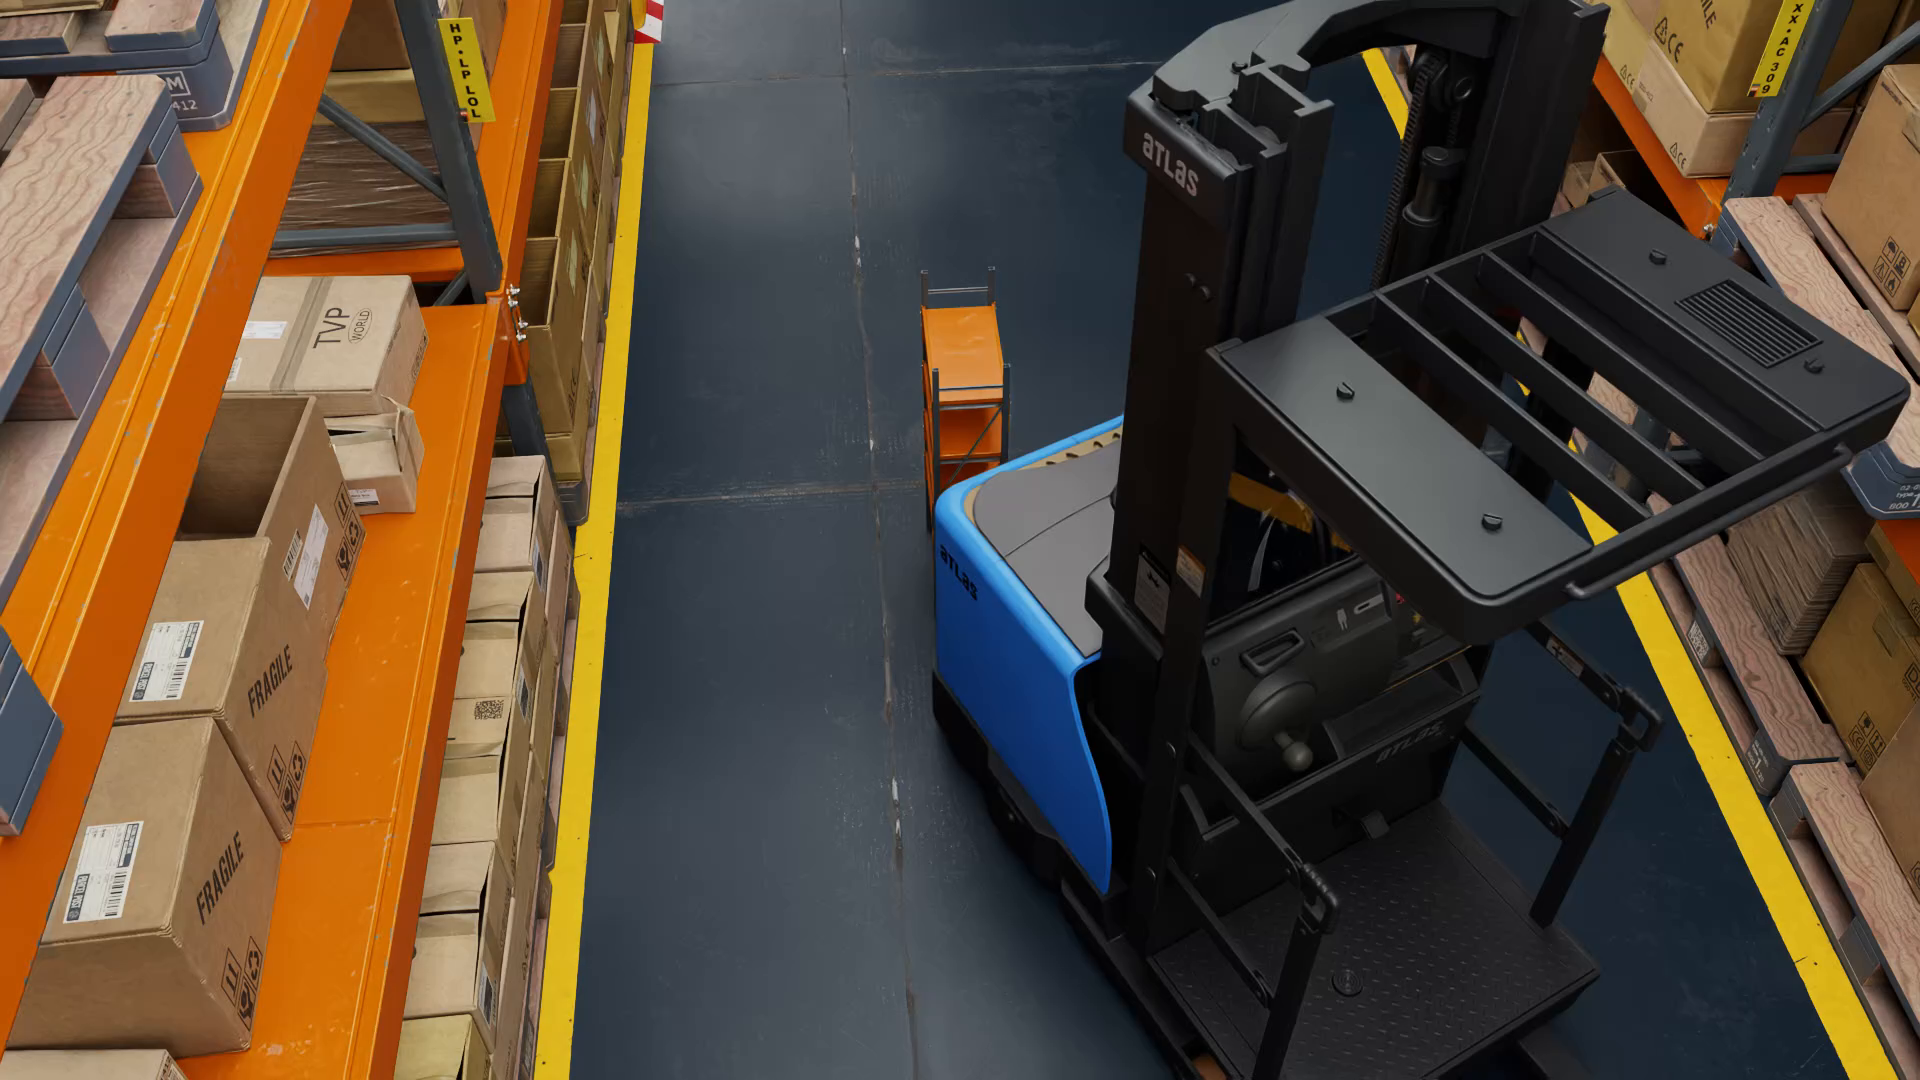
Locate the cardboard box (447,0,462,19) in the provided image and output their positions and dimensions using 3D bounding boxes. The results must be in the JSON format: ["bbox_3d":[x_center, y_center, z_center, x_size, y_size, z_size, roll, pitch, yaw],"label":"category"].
[{"bbox_3d":[-1.807,-1.743,5.319,0.380,0.149,0.250,-5,47,-4],"label":"cardboard box"}]

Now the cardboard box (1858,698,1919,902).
[{"bbox_3d":[3.177,0.768,4.876,0.700,0.500,0.500,-3,47,-3],"label":"cardboard box"}]

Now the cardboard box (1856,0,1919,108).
[{"bbox_3d":[3.172,-1.781,5.443,0.500,0.500,0.500,-4,47,-4],"label":"cardboard box"}]

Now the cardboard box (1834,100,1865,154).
[{"bbox_3d":[3.177,-1.523,5.716,0.500,0.250,0.500,-3,47,-3],"label":"cardboard box"}]

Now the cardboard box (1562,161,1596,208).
[{"bbox_3d":[2.889,-1.544,7.307,0.380,0.149,0.250,-7,47,-6],"label":"cardboard box"}]

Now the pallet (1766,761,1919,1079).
[{"bbox_3d":[3.175,1.192,4.976,1.003,0.211,1.213,-3,47,-3],"label":"pallet"}]

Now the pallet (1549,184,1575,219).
[{"bbox_3d":[2.806,-1.624,7.643,1.003,0.211,1.213,-3,47,-3],"label":"pallet"}]

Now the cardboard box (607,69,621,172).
[{"bbox_3d":[-1.831,-1.911,7.599,0.500,0.250,0.500,-3,47,-3],"label":"cardboard box"}]

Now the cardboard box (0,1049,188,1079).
[{"bbox_3d":[-1.761,1.150,3.268,0.380,0.149,0.250,0,47,0],"label":"cardboard box"}]

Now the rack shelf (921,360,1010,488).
[{"bbox_3d":[0.014,-0.400,5.587,0.258,0.148,0.480,-3,47,-3],"label":"rack shelf"}]

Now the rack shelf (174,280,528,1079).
[{"bbox_3d":[-1.765,0.784,3.937,1.077,0.370,4.000,-3,47,-3],"label":"rack shelf"}]

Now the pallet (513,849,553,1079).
[{"bbox_3d":[-1.727,1.463,4.719,1.003,0.211,1.213,-3,47,-3],"label":"pallet"}]

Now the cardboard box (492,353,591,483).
[{"bbox_3d":[-1.670,-0.464,6.228,0.500,0.250,0.500,-3,47,-3],"label":"cardboard box"}]

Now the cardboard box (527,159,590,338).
[{"bbox_3d":[-1.709,-1.083,6.298,0.500,0.500,0.500,-3,47,-3],"label":"cardboard box"}]

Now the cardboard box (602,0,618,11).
[{"bbox_3d":[-1.926,-2.892,8.011,0.500,0.500,0.500,-3,47,-3],"label":"cardboard box"}]

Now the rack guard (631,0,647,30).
[{"bbox_3d":[-2.270,-2.963,8.712,1.175,0.500,0.348,-3,47,-3],"label":"rack guard"}]

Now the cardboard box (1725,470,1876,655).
[{"bbox_3d":[3.081,0.025,5.579,0.700,0.500,0.500,-2,47,-2],"label":"cardboard box"}]

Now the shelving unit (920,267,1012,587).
[{"bbox_3d":[0.014,-0.293,5.701,0.258,1.200,0.503,-3,47,-3],"label":"shelving unit"}]

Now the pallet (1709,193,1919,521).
[{"bbox_3d":[2.922,-0.587,4.872,1.003,0.211,1.213,-3,47,-3],"label":"pallet"}]

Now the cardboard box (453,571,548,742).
[{"bbox_3d":[-1.563,0.349,5.072,0.500,0.311,0.500,-2,47,-2],"label":"cardboard box"}]

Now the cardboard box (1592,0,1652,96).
[{"bbox_3d":[2.628,-1.855,6.031,0.500,0.250,0.500,-3,47,-3],"label":"cardboard box"}]

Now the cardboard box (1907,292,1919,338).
[{"bbox_3d":[3.051,-0.625,4.404,0.700,0.500,0.500,1,47,1],"label":"cardboard box"}]

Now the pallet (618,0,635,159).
[{"bbox_3d":[-2.162,-2.295,8.278,1.003,0.211,1.213,-3,47,-3],"label":"pallet"}]

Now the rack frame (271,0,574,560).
[{"bbox_3d":[-1.933,-0.911,5.047,1.000,3.000,0.127,-3,47,-3],"label":"rack frame"}]

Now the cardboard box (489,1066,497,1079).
[{"bbox_3d":[-1.442,1.648,4.228,0.500,0.250,0.500,-5,47,-4],"label":"cardboard box"}]

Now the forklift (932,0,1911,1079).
[{"bbox_3d":[1.088,0.336,3.913,1.130,2.935,3.031,-23,51,-20],"label":"forklift"}]

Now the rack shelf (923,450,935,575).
[{"bbox_3d":[0.014,-0.110,5.894,0.258,0.148,0.480,-3,47,-3],"label":"rack shelf"}]

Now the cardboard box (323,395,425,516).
[{"bbox_3d":[-1.676,-0.240,4.504,0.396,0.266,0.258,-5,47,-4],"label":"cardboard box"}]

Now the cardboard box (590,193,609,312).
[{"bbox_3d":[-1.743,-1.188,6.914,0.500,0.250,0.500,-3,47,-3],"label":"cardboard box"}]

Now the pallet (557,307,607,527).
[{"bbox_3d":[-1.958,-0.530,6.606,1.003,0.211,1.213,-3,47,-3],"label":"pallet"}]

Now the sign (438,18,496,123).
[{"bbox_3d":[-1.393,-1.322,4.693,0.100,0.325,0.005,-3,47,-3],"label":"sign"}]

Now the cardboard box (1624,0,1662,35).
[{"bbox_3d":[2.608,-2.112,5.757,0.500,0.500,0.500,-4,47,-4],"label":"cardboard box"}]

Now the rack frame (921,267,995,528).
[{"bbox_3d":[-0.007,-0.469,5.868,0.240,1.200,0.015,-3,47,-3],"label":"rack frame"}]

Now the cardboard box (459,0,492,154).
[{"bbox_3d":[-2.027,-1.647,5.675,0.700,0.500,0.500,-4,47,-4],"label":"cardboard box"}]

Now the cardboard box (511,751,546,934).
[{"bbox_3d":[-1.525,0.909,4.928,0.500,0.250,0.500,-3,47,-2],"label":"cardboard box"}]

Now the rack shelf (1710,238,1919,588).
[{"bbox_3d":[3.171,0.480,4.225,1.077,0.370,4.000,-3,47,-3],"label":"rack shelf"}]

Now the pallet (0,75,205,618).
[{"bbox_3d":[-1.840,-0.278,2.511,1.003,0.211,1.213,-2,47,-1],"label":"pallet"}]

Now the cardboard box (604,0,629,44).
[{"bbox_3d":[-1.928,-2.634,8.283,0.500,0.250,0.500,-3,47,-3],"label":"cardboard box"}]

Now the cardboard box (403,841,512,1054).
[{"bbox_3d":[-1.486,1.074,4.385,0.500,0.311,0.500,-4,47,-4],"label":"cardboard box"}]

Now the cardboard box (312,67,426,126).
[{"bbox_3d":[-1.762,-1.374,4.970,0.380,0.149,0.250,-4,47,-3],"label":"cardboard box"}]

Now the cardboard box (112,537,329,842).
[{"bbox_3d":[-1.799,0.355,3.779,0.500,0.500,0.500,-3,47,-3],"label":"cardboard box"}]

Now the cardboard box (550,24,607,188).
[{"bbox_3d":[-1.787,-1.807,6.984,0.500,0.500,0.500,-3,47,-3],"label":"cardboard box"}]

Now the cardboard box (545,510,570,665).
[{"bbox_3d":[-1.609,0.173,5.625,0.500,0.250,0.500,-4,47,-4],"label":"cardboard box"}]
